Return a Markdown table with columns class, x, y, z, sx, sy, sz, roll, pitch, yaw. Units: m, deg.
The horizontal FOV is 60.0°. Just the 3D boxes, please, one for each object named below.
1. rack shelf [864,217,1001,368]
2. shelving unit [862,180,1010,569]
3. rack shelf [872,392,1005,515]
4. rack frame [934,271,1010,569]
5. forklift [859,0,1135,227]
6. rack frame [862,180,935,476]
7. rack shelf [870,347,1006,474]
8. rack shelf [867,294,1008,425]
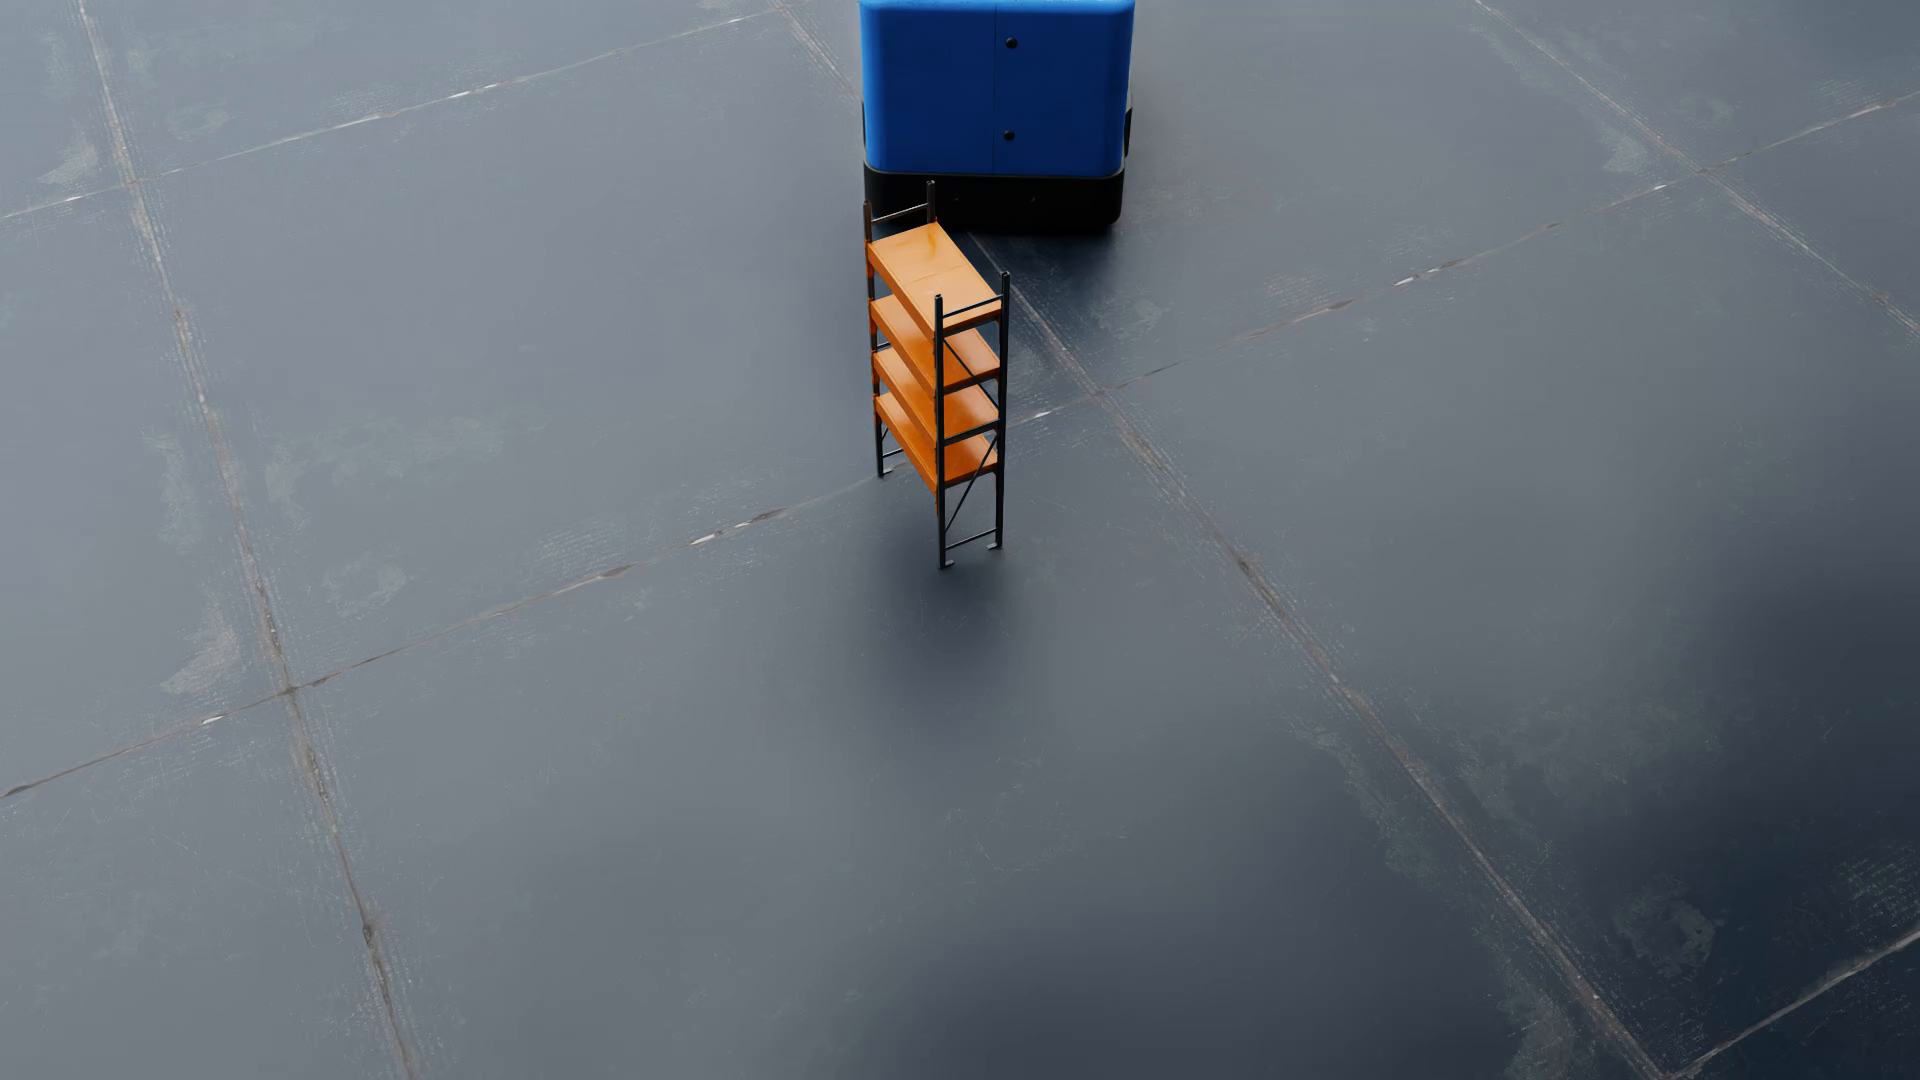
| class | x | y | z | sx | sy | sz | roll | pitch | yaw |
| --- | --- | --- | --- | --- | --- | --- | --- | --- | --- |
| rack shelf | -0.076 | -0.765 | 5.099 | 0.258 | 0.148 | 0.480 | -21 | 52 | -18 |
| shelving unit | -0.076 | -0.506 | 5.395 | 0.258 | 1.200 | 0.503 | -21 | 52 | -18 |
| rack shelf | -0.076 | -0.331 | 5.595 | 0.258 | 0.148 | 0.480 | -21 | 52 | -18 |
| rack frame | 0.036 | -0.342 | 5.252 | 0.240 | 1.200 | 0.015 | -21 | 52 | -18 |
| forklift | 0.195 | -3.342 | 6.726 | 1.130 | 2.935 | 3.031 | 2 | 49 | 2 |
| rack frame | -0.187 | -0.669 | 5.538 | 0.240 | 1.200 | 0.015 | -21 | 52 | -18 |
| rack shelf | -0.076 | -0.462 | 5.446 | 0.258 | 0.148 | 0.480 | -21 | 52 | -18 |
| rack shelf | -0.076 | -0.609 | 5.278 | 0.258 | 0.148 | 0.480 | -21 | 52 | -18 |
